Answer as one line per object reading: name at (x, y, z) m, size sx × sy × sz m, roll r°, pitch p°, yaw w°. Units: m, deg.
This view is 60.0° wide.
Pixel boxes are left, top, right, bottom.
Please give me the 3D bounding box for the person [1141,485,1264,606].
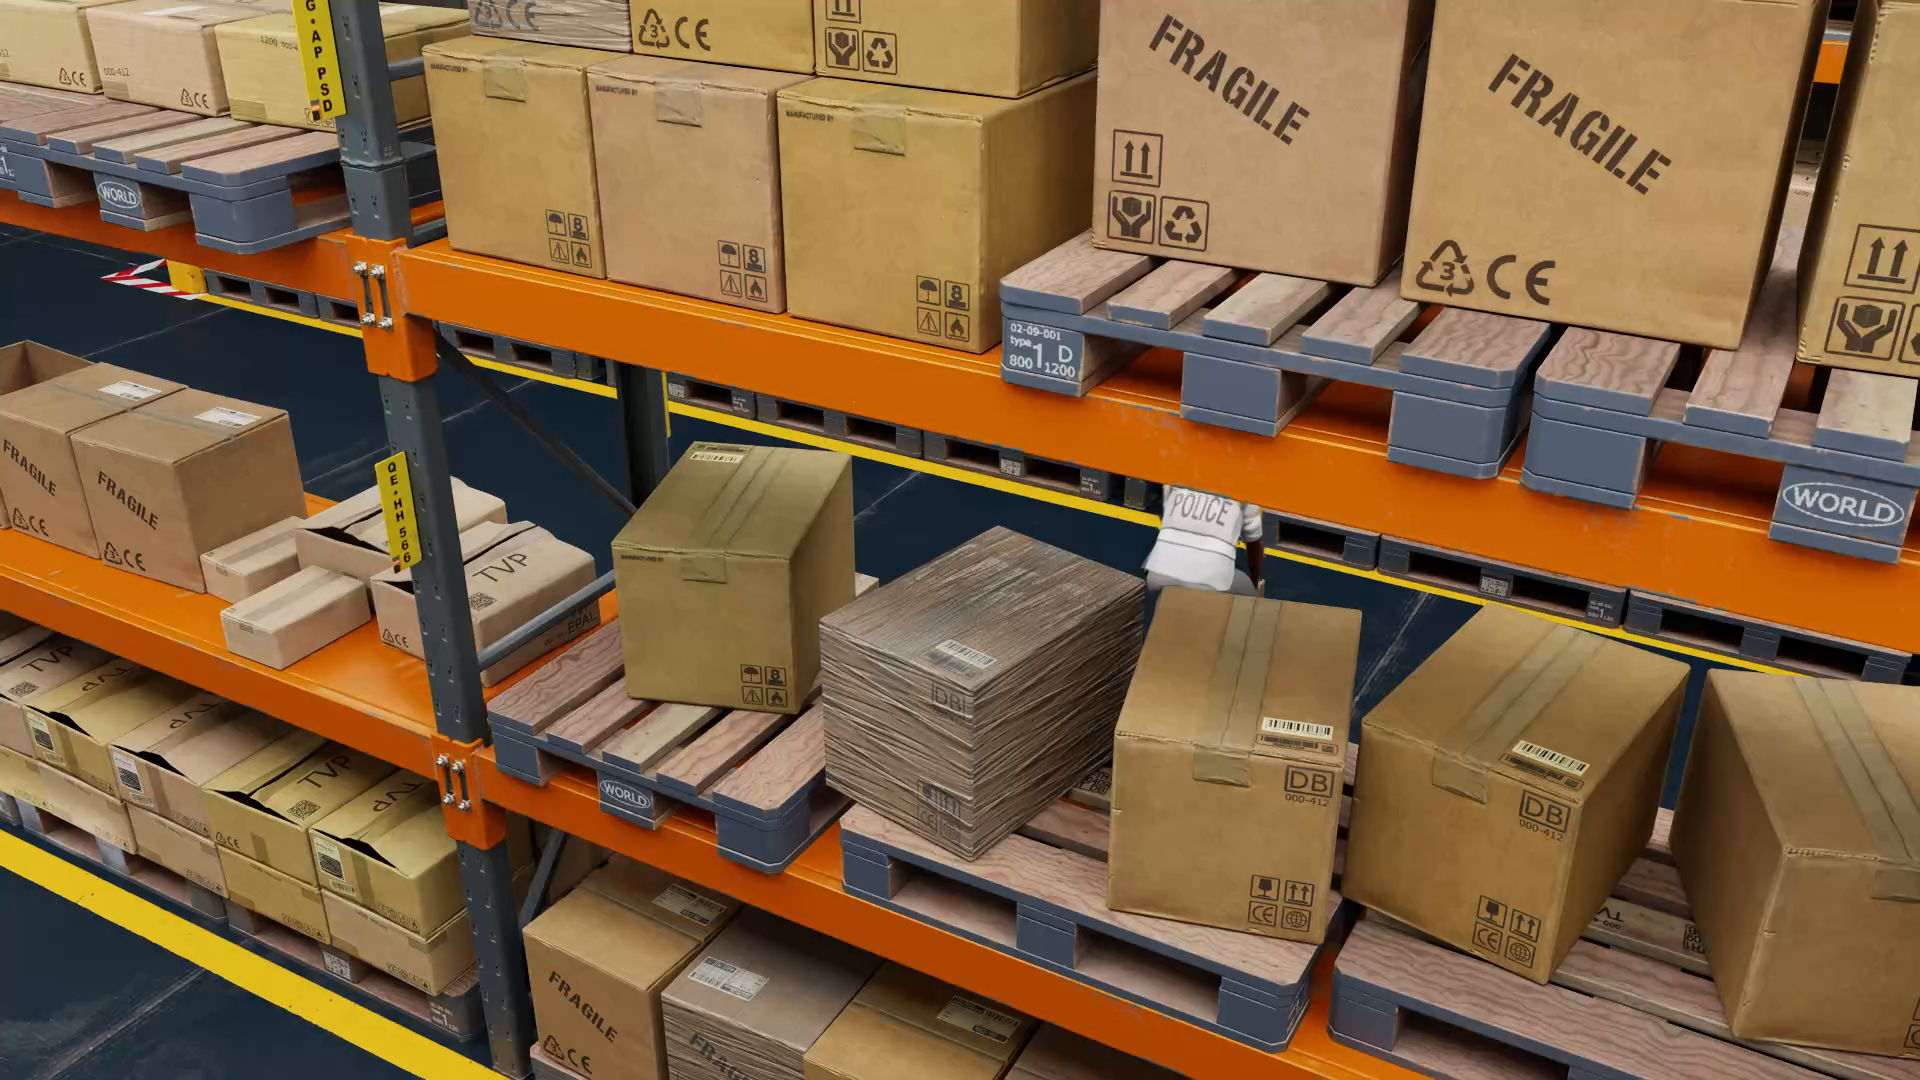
person at (1.104, 0.085, 7.570) m, size 0.498 × 1.109 × 0.828 m, roll 14°, pitch 30°, yaw 26°
